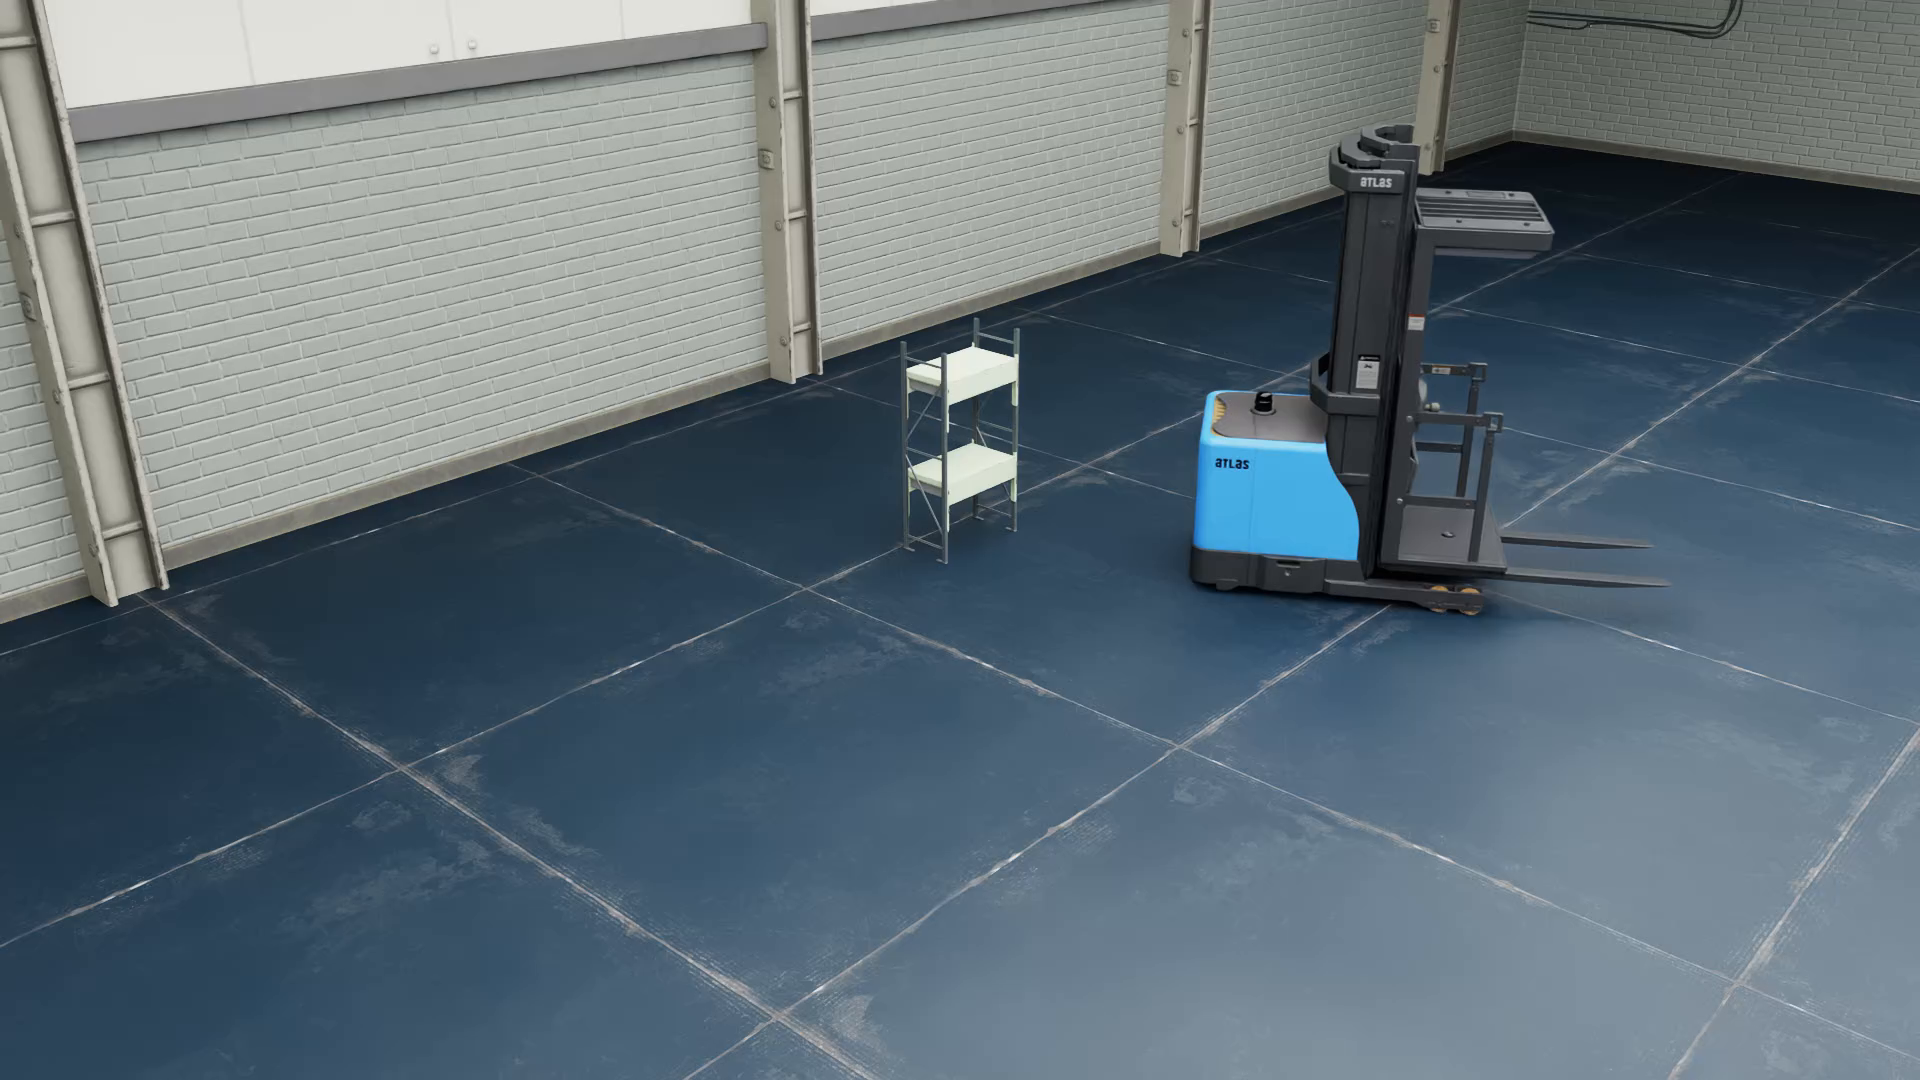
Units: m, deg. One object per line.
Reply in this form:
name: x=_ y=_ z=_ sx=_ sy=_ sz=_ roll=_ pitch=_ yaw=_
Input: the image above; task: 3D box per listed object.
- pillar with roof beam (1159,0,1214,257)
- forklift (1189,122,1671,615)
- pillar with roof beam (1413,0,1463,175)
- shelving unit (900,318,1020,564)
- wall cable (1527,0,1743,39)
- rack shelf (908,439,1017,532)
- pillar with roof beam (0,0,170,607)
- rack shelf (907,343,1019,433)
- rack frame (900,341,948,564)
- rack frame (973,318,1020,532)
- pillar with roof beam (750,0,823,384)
pillar with roof beam: x=5.722 y=-6.253 z=14.698 sx=9.100 sy=9.000 sz=0.400 roll=20 pitch=31 yaw=38
forklift: x=3.090 y=-1.093 z=10.606 sx=3.031 sy=2.935 sz=1.130 roll=4 pitch=25 yaw=10
pillar with roof beam: x=9.727 y=-8.082 z=18.775 sx=9.100 sy=9.000 sz=0.400 roll=20 pitch=31 yaw=38
shelving unit: x=0.004 y=-0.686 z=11.448 sx=0.431 sy=1.500 sz=0.755 roll=20 pitch=31 yaw=38
wall cable: x=9.472 y=-8.377 z=23.229 sx=3.097 sy=2.526 sz=0.112 roll=20 pitch=31 yaw=38
rack shelf: x=0.004 y=-0.389 z=11.581 sx=0.431 sy=0.370 sz=0.720 roll=20 pitch=31 yaw=38
pillar with roof beam: x=-2.287 y=-2.597 z=6.544 sx=9.100 sy=9.000 sz=0.400 roll=20 pitch=31 yaw=38
rack shelf: x=0.004 y=-1.042 z=11.288 sx=0.431 sy=0.370 sz=0.720 roll=20 pitch=31 yaw=38
rack frame: x=-0.240 y=-0.575 z=11.199 sx=0.400 sy=1.500 sz=0.023 roll=20 pitch=31 yaw=38
rack frame: x=0.249 y=-0.798 z=11.696 sx=0.400 sy=1.500 sz=0.023 roll=20 pitch=31 yaw=38
pillar with roof beam: x=1.718 y=-4.425 z=10.621 sx=9.100 sy=9.000 sz=0.400 roll=20 pitch=31 yaw=38
